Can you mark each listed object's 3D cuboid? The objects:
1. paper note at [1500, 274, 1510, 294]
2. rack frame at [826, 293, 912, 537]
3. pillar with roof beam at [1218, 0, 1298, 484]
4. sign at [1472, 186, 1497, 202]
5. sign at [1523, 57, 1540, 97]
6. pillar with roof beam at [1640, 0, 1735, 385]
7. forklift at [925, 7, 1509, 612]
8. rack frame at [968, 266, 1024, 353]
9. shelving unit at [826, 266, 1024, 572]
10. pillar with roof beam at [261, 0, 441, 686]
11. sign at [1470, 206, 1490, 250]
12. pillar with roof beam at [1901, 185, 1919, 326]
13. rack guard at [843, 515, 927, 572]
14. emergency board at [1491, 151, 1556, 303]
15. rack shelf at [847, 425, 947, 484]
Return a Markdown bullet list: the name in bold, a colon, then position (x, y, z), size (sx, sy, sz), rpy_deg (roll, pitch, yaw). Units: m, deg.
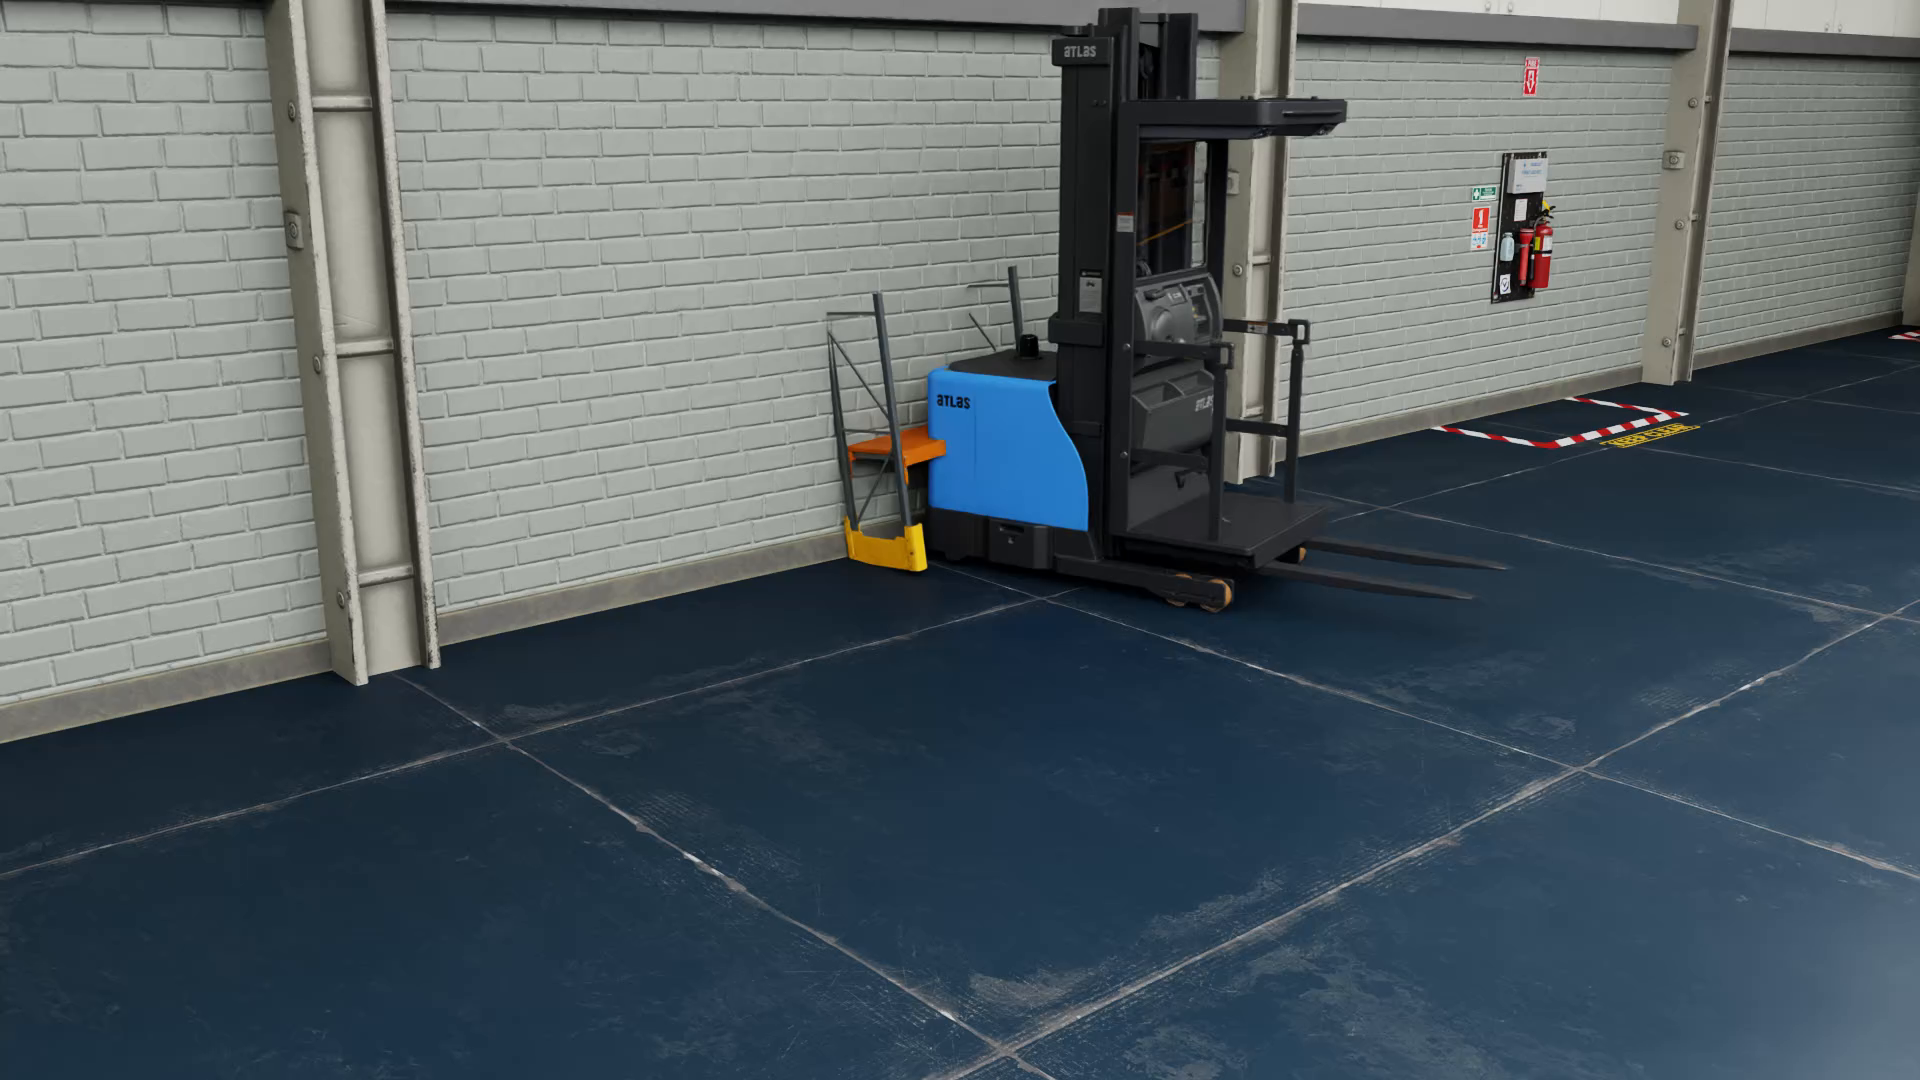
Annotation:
- **paper note**: position (4.368, -2.048, 13.313), size (0.142, 0.148, 0.016), rpy_deg (-13, 19, -39)
- **rack frame**: position (-0.502, -0.584, 9.011), size (0.032, 1.500, 0.500), rpy_deg (-19, 18, -41)
- **pillar with roof beam**: position (4.736, -3.945, 7.083), size (0.400, 9.000, 9.100), rpy_deg (-13, 19, -39)
- **sign**: position (4.071, -2.689, 12.909), size (0.331, 0.109, 0.001), rpy_deg (-13, 19, -39)
- **sign**: position (4.475, -3.628, 13.029), size (0.199, 0.298, 0.001), rpy_deg (-13, 19, -39)
- **pillar with roof beam**: position (9.262, -4.962, 10.889), size (0.400, 9.000, 9.100), rpy_deg (-13, 19, -39)
- **forklift**: position (1.321, -1.208, 8.591), size (3.031, 2.935, 1.130), rpy_deg (9, 18, 32)
- **rack frame**: position (0.221, -0.834, 9.680), size (0.032, 1.500, 0.500), rpy_deg (-19, 18, -41)
- **shelving unit**: position (-0.134, -0.711, 9.351), size (1.083, 1.500, 0.587), rpy_deg (-19, 18, -41)
- **pillar with roof beam**: position (0.209, -2.929, 3.278), size (0.400, 9.000, 9.100), rpy_deg (-13, 19, -39)
- **sign**: position (4.062, -2.434, 12.981), size (0.234, 0.329, 0.001), rpy_deg (-13, 19, -39)
- **pillar with roof beam**: position (13.788, -5.978, 14.694), size (0.400, 9.000, 9.100), rpy_deg (-13, 19, -39)
- **rack guard**: position (-0.416, 0.014, 9.171), size (0.087, 0.250, 0.587), rpy_deg (-19, 18, -41)
- **emergency board**: position (4.547, -2.490, 13.261), size (0.643, 1.169, 0.194), rpy_deg (-13, 19, -39)
- **rack shelf**: position (-0.120, -0.536, 9.388), size (1.000, 0.185, 0.538), rpy_deg (-19, 18, -41)
